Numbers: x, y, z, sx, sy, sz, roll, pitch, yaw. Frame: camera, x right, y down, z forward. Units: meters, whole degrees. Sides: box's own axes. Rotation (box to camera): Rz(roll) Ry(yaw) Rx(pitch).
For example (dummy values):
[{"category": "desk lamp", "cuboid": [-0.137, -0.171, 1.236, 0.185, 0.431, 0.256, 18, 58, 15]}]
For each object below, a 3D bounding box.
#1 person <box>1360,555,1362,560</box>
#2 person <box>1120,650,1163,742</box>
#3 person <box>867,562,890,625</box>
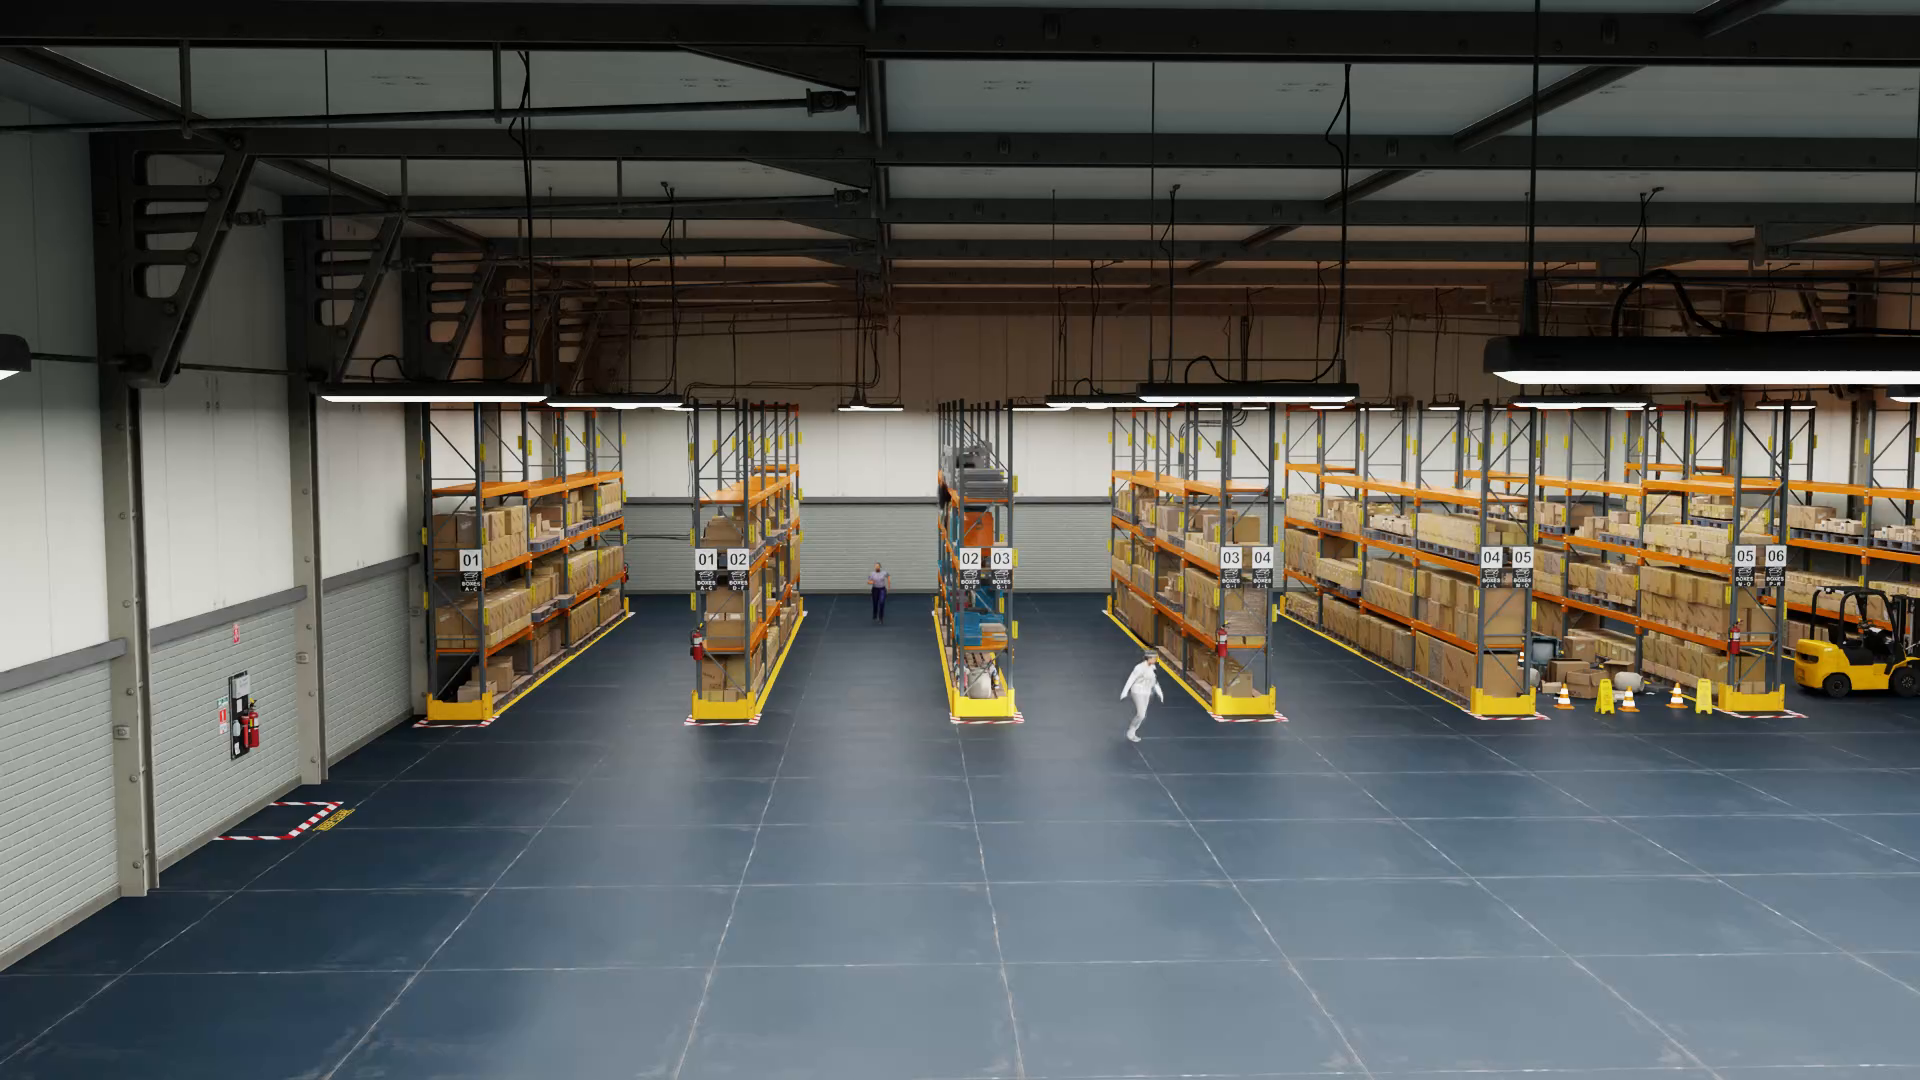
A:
[{"category": "person", "cuboid": [11.770, 1.237, 48.970, 0.776, 1.574, 0.497, -1, 4, -8]}, {"category": "person", "cuboid": [3.188, 2.716, 29.022, 0.624, 1.624, 0.580, -4, 6, -42]}, {"category": "person", "cuboid": [-2.225, 1.454, 45.597, 0.605, 1.679, 0.862, 0, 4, 3]}]
